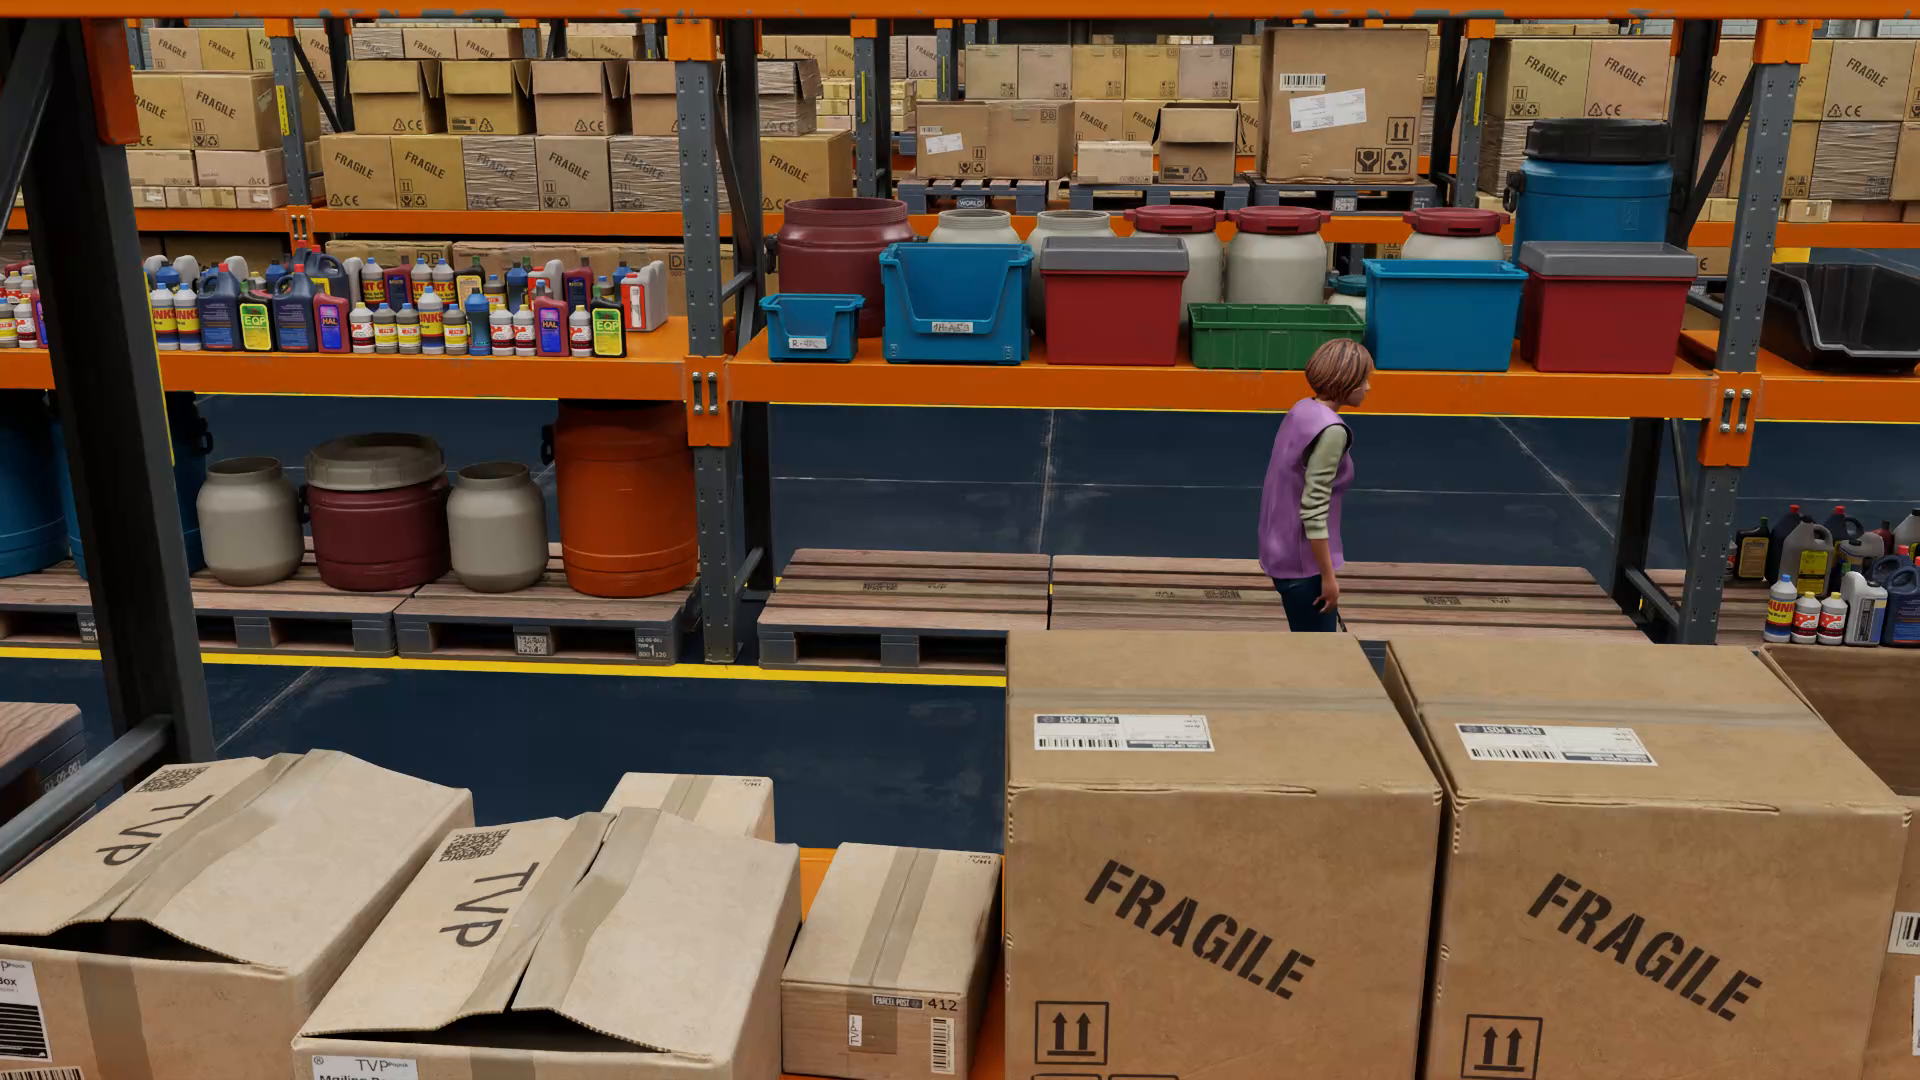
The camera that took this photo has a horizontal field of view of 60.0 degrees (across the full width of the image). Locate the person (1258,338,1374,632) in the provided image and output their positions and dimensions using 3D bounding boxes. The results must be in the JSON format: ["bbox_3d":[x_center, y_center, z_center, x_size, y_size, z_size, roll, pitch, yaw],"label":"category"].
[{"bbox_3d":[1.216,0.092,5.785,0.345,1.592,0.477,0,18,1],"label":"person"}]
